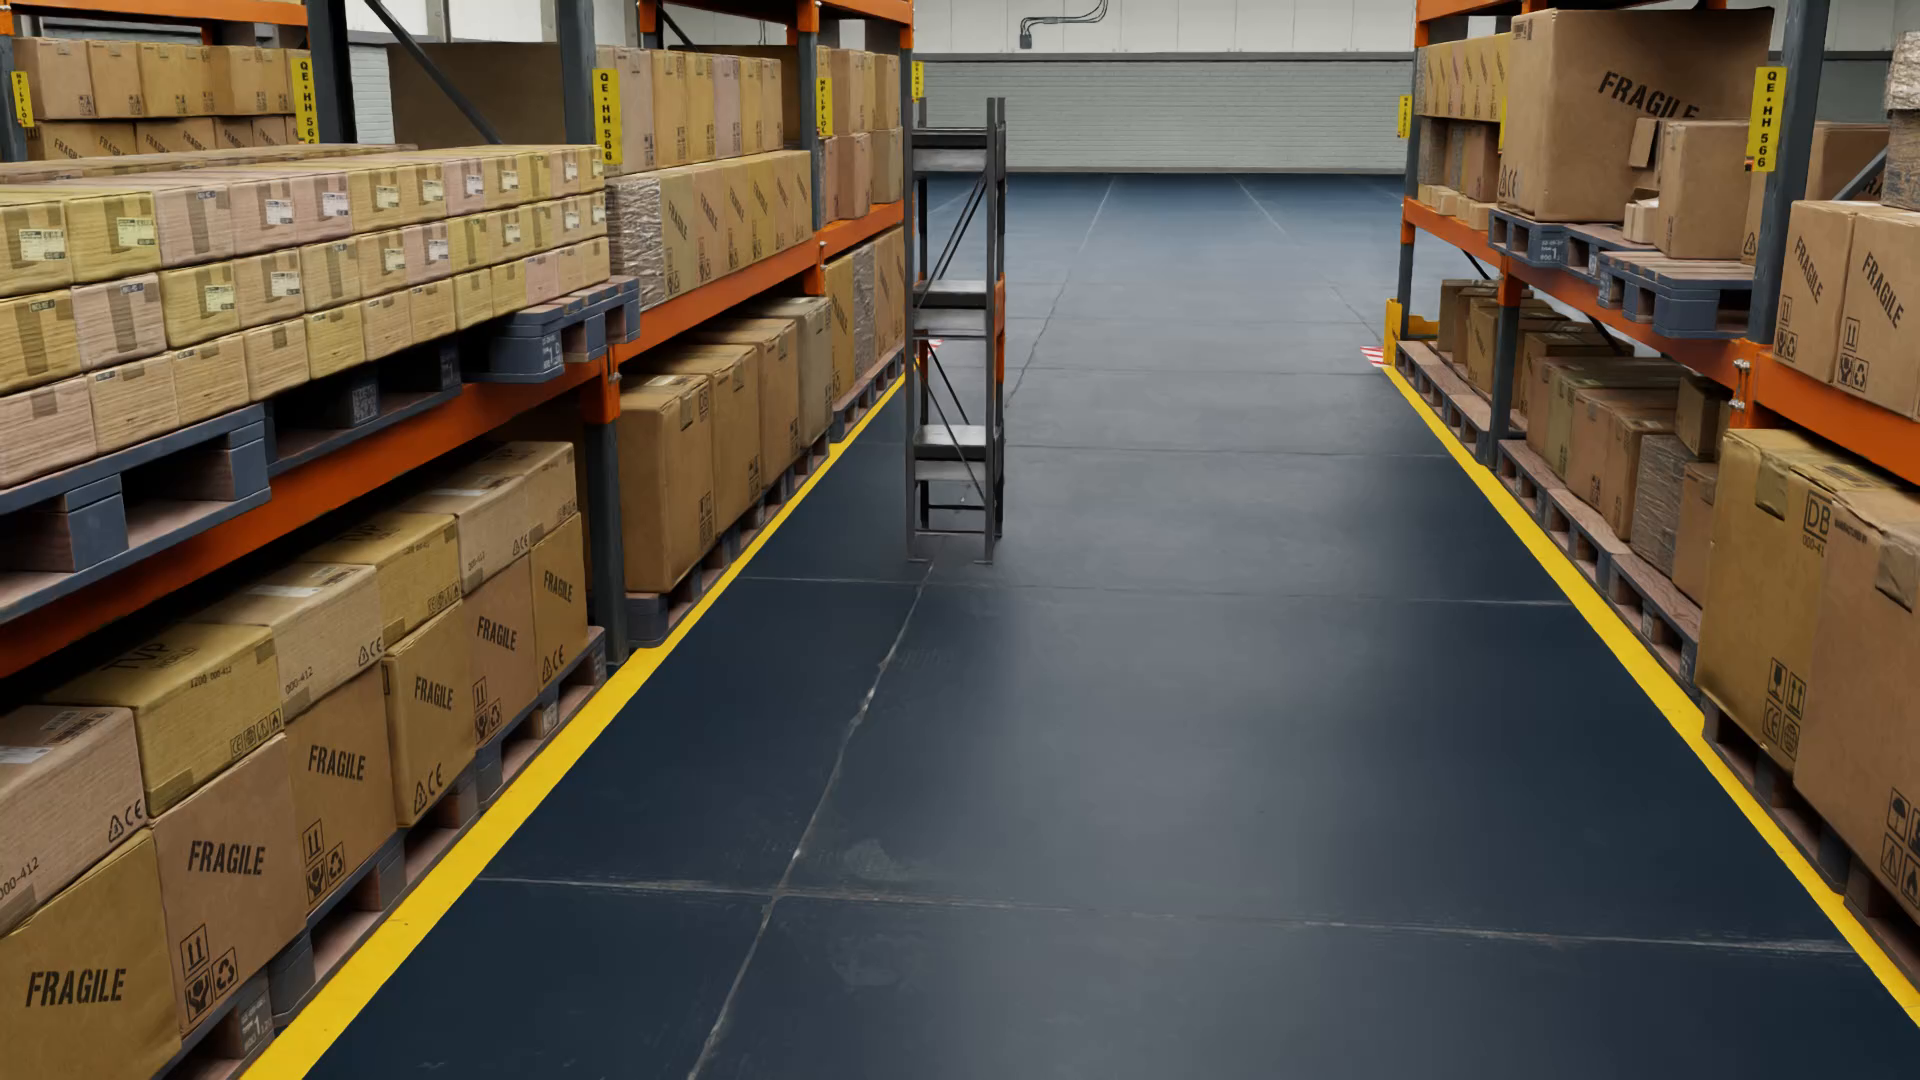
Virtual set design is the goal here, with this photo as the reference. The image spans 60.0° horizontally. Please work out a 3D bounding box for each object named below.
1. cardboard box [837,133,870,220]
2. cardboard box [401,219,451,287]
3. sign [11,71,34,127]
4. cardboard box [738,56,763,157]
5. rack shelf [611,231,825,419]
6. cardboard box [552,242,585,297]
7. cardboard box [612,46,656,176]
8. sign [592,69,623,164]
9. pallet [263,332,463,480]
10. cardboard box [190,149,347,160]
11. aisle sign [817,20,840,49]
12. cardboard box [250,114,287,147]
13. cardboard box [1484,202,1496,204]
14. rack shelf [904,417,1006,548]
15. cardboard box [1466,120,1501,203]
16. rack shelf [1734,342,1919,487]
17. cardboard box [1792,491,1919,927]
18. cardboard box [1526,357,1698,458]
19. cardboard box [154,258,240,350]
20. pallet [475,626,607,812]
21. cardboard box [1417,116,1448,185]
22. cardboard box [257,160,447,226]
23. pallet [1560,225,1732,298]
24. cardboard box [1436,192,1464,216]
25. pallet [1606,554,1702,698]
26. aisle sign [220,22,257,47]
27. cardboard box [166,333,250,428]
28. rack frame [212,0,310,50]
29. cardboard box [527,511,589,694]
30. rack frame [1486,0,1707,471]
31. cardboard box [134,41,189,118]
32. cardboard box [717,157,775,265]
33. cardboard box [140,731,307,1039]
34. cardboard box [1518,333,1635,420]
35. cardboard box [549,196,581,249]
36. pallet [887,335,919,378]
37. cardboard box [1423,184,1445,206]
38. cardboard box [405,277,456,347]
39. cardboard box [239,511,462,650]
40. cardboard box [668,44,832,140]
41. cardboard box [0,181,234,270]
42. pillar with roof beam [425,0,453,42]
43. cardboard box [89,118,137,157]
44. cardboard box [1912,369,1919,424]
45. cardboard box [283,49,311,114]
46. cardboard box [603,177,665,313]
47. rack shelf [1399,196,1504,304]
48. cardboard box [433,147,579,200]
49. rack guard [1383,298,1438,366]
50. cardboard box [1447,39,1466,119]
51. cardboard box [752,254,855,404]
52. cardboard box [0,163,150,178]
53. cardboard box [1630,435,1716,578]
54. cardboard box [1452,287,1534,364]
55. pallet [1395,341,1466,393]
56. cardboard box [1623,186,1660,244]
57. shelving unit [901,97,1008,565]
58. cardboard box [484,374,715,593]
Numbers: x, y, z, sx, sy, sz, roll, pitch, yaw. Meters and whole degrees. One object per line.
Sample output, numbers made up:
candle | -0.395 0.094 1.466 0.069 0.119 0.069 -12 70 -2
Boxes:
cardboard box | -1.089 -2.473 11.272 0.875 0.550 0.550 2 15 6
cardboard box | -1.534 -0.736 4.243 0.380 0.149 0.250 2 15 8
sign | -5.714 -2.687 10.136 0.100 0.325 0.005 2 15 6
cardboard box | -1.442 -2.293 8.787 0.700 0.500 0.500 1 15 5
rack shelf | -1.562 -1.158 8.077 1.077 0.370 4.000 2 15 6
cardboard box | -1.416 -0.862 5.282 0.380 0.149 0.250 2 15 6
cardboard box | -1.671 -1.765 6.836 0.700 0.500 0.500 1 15 5
sign | -1.247 -1.494 5.874 0.100 0.325 0.005 2 15 6
pallet | -1.970 -0.380 4.187 1.003 0.211 1.213 2 15 6
cardboard box | -2.092 -1.108 5.050 0.380 0.149 0.250 2 15 6
aisle sign | -1.175 -4.344 13.499 0.394 0.787 0.004 2 15 6
cardboard box | -5.663 -3.094 13.098 0.500 0.500 0.500 2 15 6
cardboard box | 3.515 -2.052 10.485 0.380 0.149 0.250 2 15 6
rack shelf | -0.019 -0.282 7.915 0.431 0.518 0.480 2 15 6
cardboard box | 3.741 -2.420 10.604 0.875 0.500 0.500 2 15 6
rack shelf | 2.904 0.052 3.603 1.077 0.370 4.000 2 15 6
cardboard box | 2.923 0.418 4.136 1.225 0.875 0.875 2 15 6
cardboard box | 3.490 -0.699 8.946 0.700 0.500 0.500 1 15 2
cardboard box | -1.653 -0.465 3.241 0.380 0.149 0.250 1 15 4
pallet | -1.877 0.562 5.679 1.003 0.211 1.213 2 15 6
cardboard box | 3.943 -2.939 12.524 0.875 0.500 0.500 2 15 6
cardboard box | -1.536 -0.879 4.205 0.380 0.149 0.250 2 15 9
pallet | 3.312 -1.236 7.356 1.003 0.211 1.213 2 15 6
cardboard box | 3.497 -2.315 11.458 0.380 0.149 0.250 2 15 6
pallet | 3.219 0.329 6.541 1.003 0.211 1.213 2 15 6
aisle sign | -6.116 -4.461 13.934 0.394 0.787 0.004 2 15 6
cardboard box | -1.651 -0.321 3.280 0.380 0.149 0.250 2 15 7
rack frame | -5.815 -3.181 14.180 1.000 3.000 0.127 2 15 6
cardboard box | -1.602 0.196 5.676 0.500 0.500 0.500 2 15 6
rack frame | 3.581 -1.852 9.264 1.000 3.000 0.127 2 15 6
cardboard box | -5.838 -3.187 11.526 0.700 0.500 0.500 1 15 5
cardboard box | -1.244 -1.667 8.389 0.500 0.500 0.500 2 15 7
cardboard box | -1.834 0.734 3.687 0.500 0.500 0.500 2 15 9
cardboard box | 3.666 -0.951 9.915 0.500 0.500 0.500 1 15 5
cardboard box | -1.419 -1.001 5.224 0.380 0.149 0.250 2 15 8
pallet | -0.897 -1.506 13.327 1.003 0.211 1.213 2 15 6
cardboard box | 3.673 -2.572 12.410 0.380 0.149 0.250 2 15 6
cardboard box | -1.536 -0.594 4.290 0.380 0.149 0.250 2 15 8
cardboard box | -1.723 0.103 4.582 0.500 0.250 0.500 2 15 8
cardboard box | -1.260 -2.713 10.091 0.875 0.550 0.550 2 15 6
cardboard box | -1.650 -0.610 3.209 0.380 0.149 0.250 1 15 6
pillar with roof beam | -5.413 -10.610 30.161 9.100 9.000 0.400 2 15 6
cardboard box | -5.906 -2.572 11.167 0.500 0.500 0.500 2 15 6
cardboard box | 2.694 -0.478 3.991 0.500 0.500 0.500 1 15 5
cardboard box | -5.655 -3.717 13.484 0.700 0.500 0.500 1 15 5
cardboard box | -1.469 -1.144 6.453 0.500 0.500 0.500 2 15 7
rack shelf | 3.806 -2.023 11.276 1.077 0.370 4.000 2 15 6
cardboard box | -1.418 -1.150 5.204 0.380 0.149 0.250 2 15 6
rack guard | 4.023 -1.663 13.354 1.175 0.500 0.348 2 15 6
cardboard box | 3.530 -3.040 10.982 0.500 0.500 0.500 2 15 6
cardboard box | -1.196 -1.362 10.720 0.875 0.875 0.875 2 15 7
cardboard box | -2.211 -0.836 4.043 0.380 0.149 0.250 1 15 5
cardboard box | 3.235 -0.139 6.875 0.700 0.500 0.500 0 15 2
cardboard box | 3.911 -1.568 12.198 0.500 0.500 0.500 6 16 21
pallet | 3.897 -1.314 12.617 1.003 0.211 1.213 2 15 6
cardboard box | 3.049 -1.393 7.019 0.396 0.266 0.258 1 15 5
shelving unit | -0.019 -0.971 7.729 0.431 2.100 0.503 2 15 6
cardboard box | -1.630 -0.259 6.878 1.050 0.750 0.750 1 15 5
